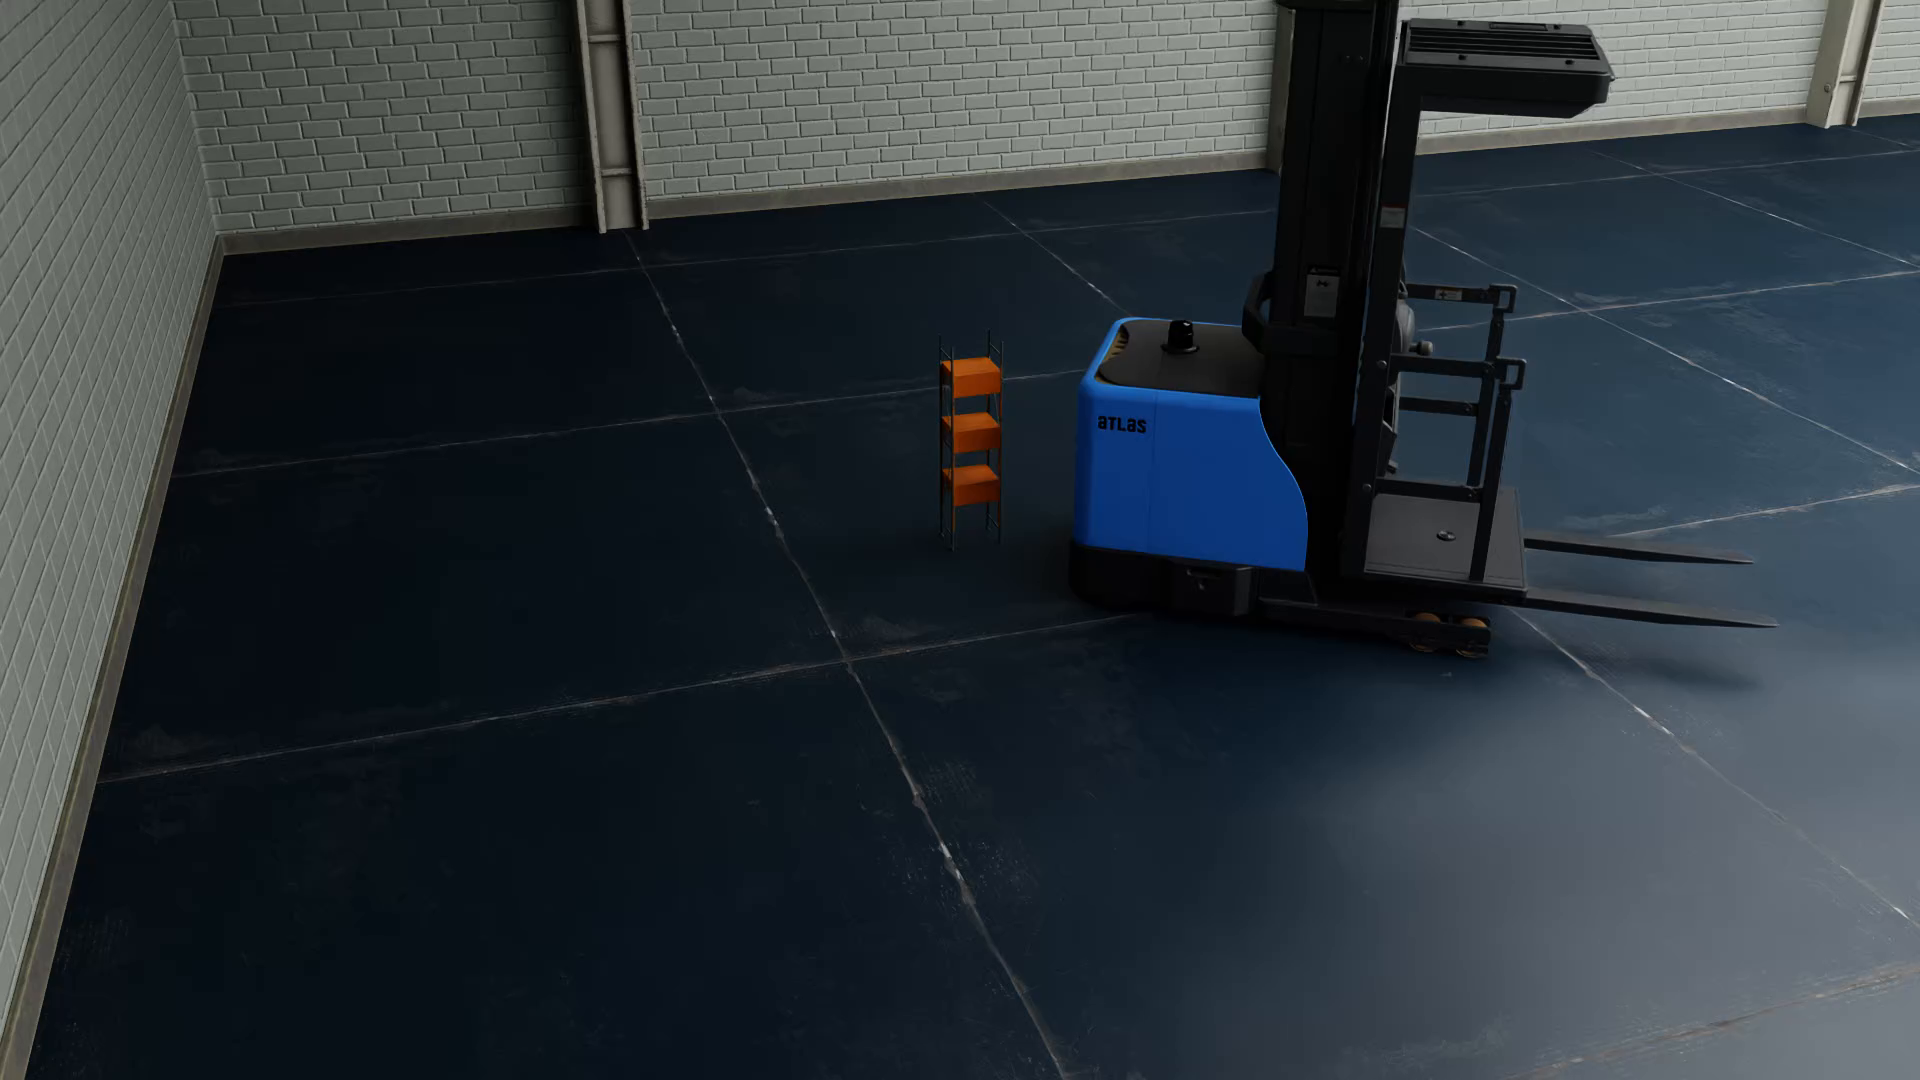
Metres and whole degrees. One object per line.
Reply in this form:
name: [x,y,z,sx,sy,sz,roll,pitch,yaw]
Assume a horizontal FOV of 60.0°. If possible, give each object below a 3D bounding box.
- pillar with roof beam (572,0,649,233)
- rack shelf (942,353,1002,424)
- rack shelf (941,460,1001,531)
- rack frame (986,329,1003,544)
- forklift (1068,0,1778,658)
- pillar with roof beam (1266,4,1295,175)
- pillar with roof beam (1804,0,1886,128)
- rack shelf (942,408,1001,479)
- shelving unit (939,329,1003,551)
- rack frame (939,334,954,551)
pillar with roof beam: [-1.377,-4.725,7.648,0.400,9.000,9.100,-8,28,-16]
rack shelf: [0.051,-0.722,7.910,0.240,0.259,0.215,-8,28,-16]
rack shelf: [0.051,-0.219,8.160,0.240,0.259,0.215,-8,28,-16]
rack frame: [0.167,-0.494,8.065,0.008,1.050,0.200,-8,28,-16]
forklift: [2.074,-1.065,7.099,3.031,2.935,1.130,7,27,13]
pillar with roof beam: [4.328,-5.551,9.312,0.400,9.000,9.100,-8,28,-16]
pillar with roof beam: [10.033,-6.378,10.977,0.400,9.000,9.100,-8,28,-16]
rack shelf: [0.051,-0.468,8.036,0.240,0.259,0.215,-8,28,-16]
shelving unit: [0.051,-0.478,8.031,0.252,1.050,0.215,-8,28,-16]
rack frame: [-0.065,-0.461,7.998,0.008,1.050,0.200,-8,28,-16]
